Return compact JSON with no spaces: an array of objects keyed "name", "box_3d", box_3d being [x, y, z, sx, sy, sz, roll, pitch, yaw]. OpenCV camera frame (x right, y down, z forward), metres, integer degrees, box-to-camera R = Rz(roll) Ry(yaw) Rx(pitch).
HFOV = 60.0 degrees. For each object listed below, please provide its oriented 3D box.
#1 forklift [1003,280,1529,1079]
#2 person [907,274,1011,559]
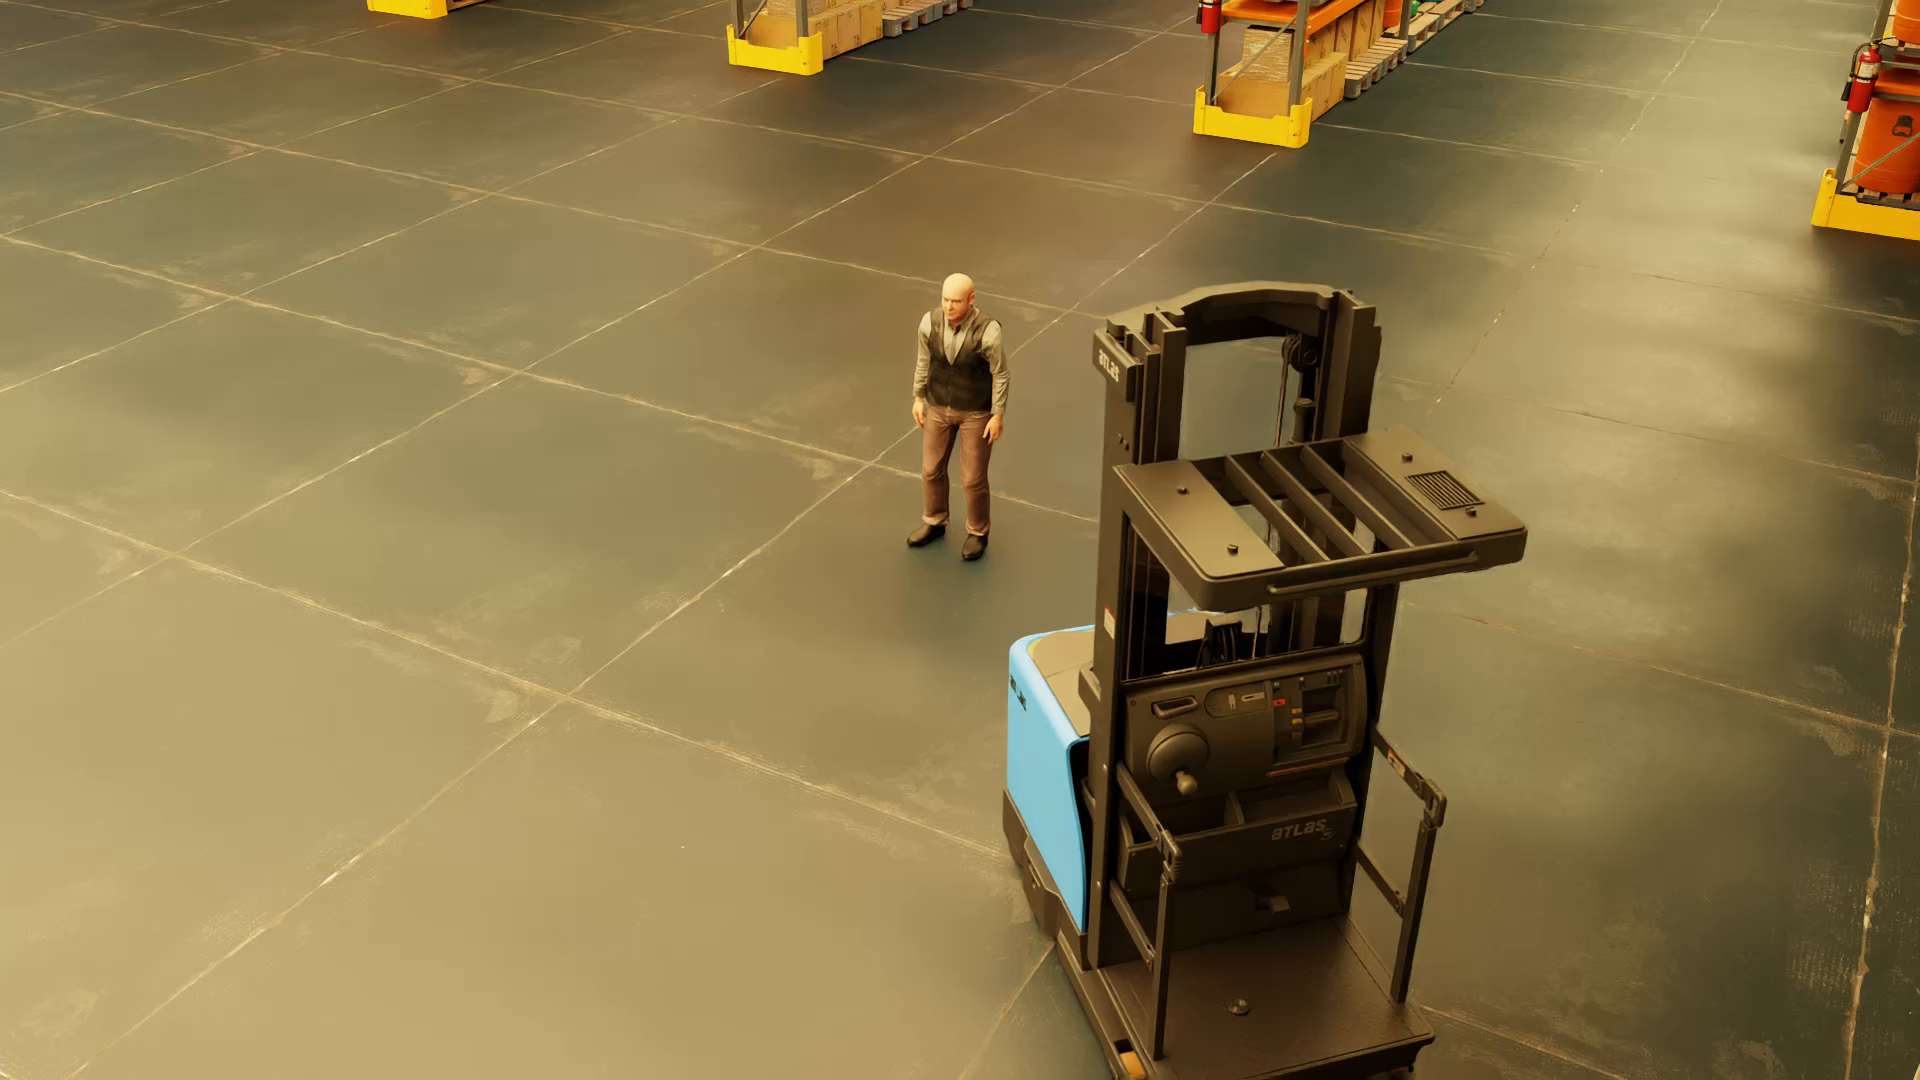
[{"name":"forklift","box_3d":[1.104,0.716,5.830,1.130,2.935,3.031,-8,31,-14]},{"name":"person","box_3d":[0.006,-0.741,9.566,0.580,1.720,0.422,14,33,23]}]
